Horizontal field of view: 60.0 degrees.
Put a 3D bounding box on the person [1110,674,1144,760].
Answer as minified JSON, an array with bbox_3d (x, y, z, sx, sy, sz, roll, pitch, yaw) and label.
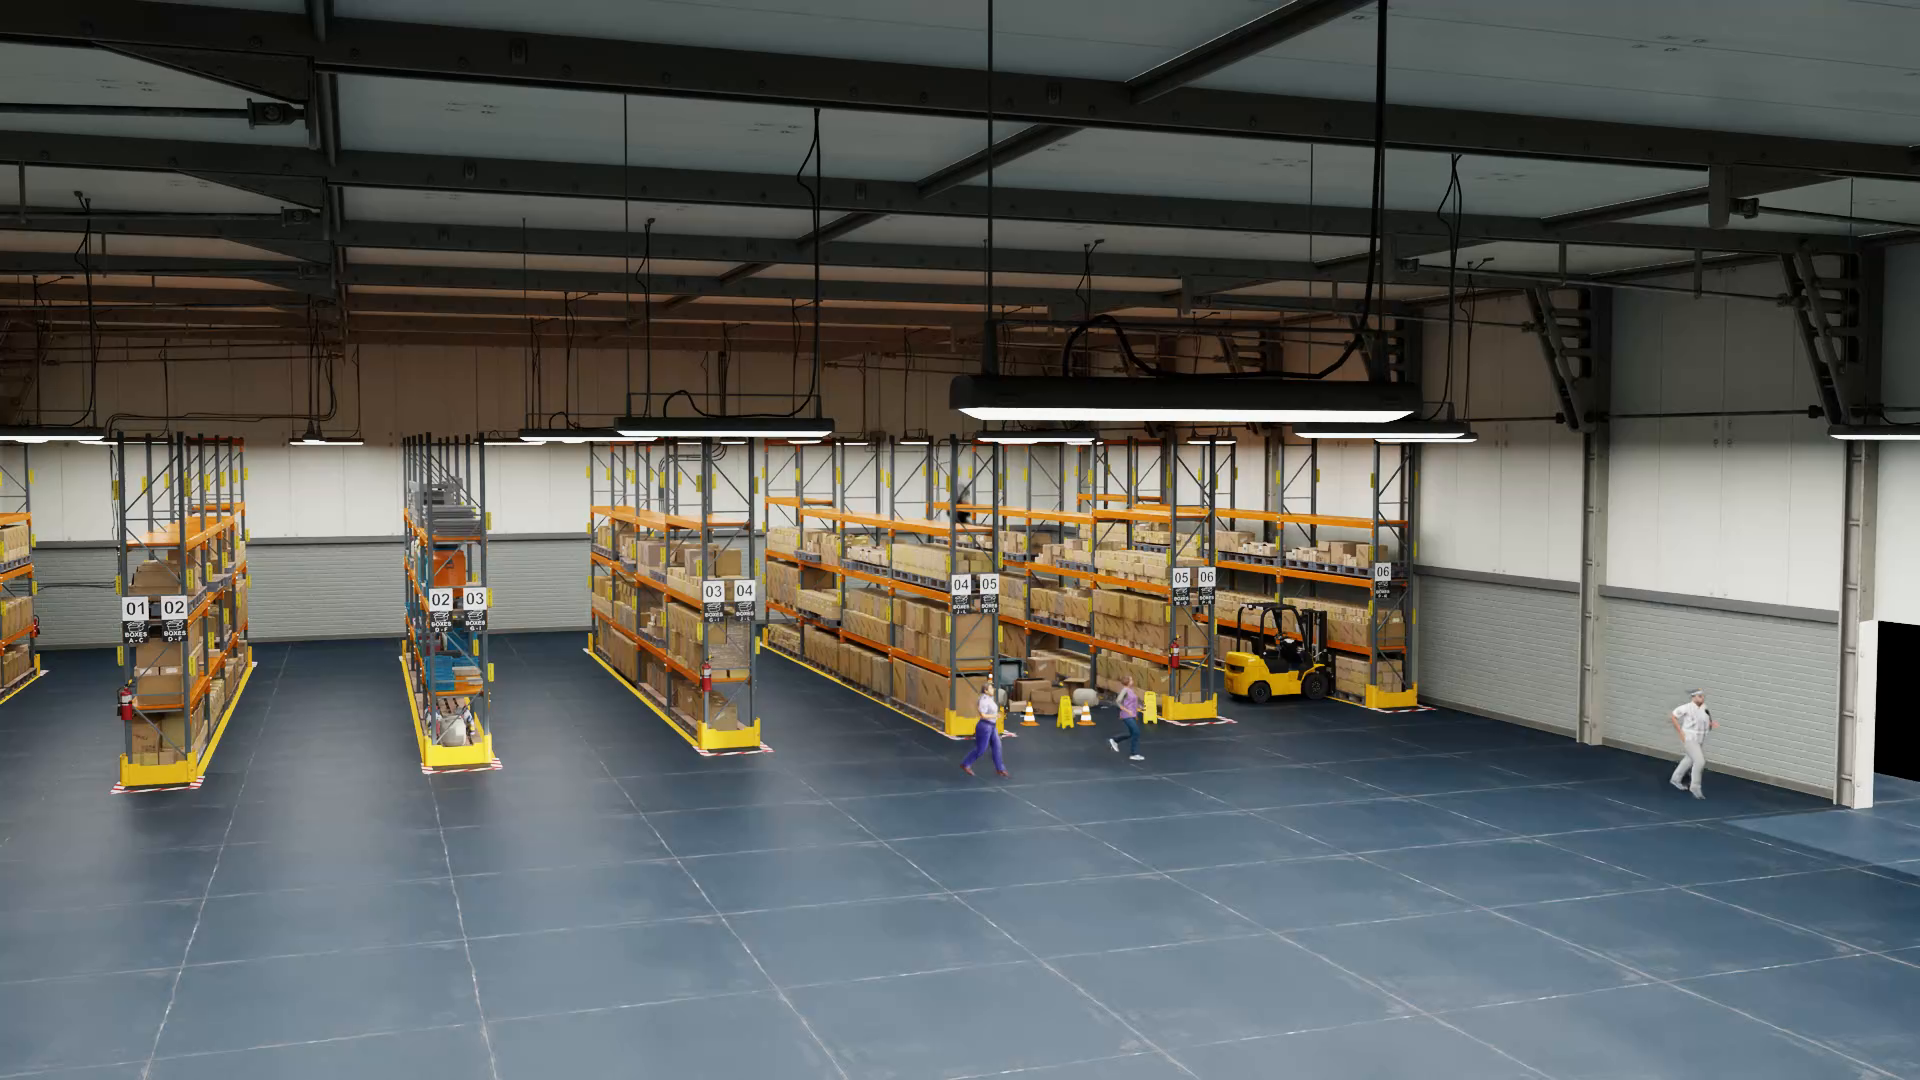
[{"bbox_3d":[3.055,3.247,30.558,0.705,1.556,0.544,2,4,27],"label":"person"}]

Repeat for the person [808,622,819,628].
[{"bbox_3d":[-4.354,2.196,49.409,0.529,1.573,0.598,2,4,29],"label":"person"}]

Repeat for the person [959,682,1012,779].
[{"bbox_3d":[0.435,3.298,28.754,0.905,1.659,0.606,1,3,17],"label":"person"}]

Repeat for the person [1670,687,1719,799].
[{"bbox_3d":[12.091,3.321,27.421,0.650,1.849,0.793,-2,4,-36],"label":"person"}]

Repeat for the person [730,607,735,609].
[{"bbox_3d":[-6.712,2.229,47.511,0.763,1.711,0.612,0,3,-6],"label":"person"}]
